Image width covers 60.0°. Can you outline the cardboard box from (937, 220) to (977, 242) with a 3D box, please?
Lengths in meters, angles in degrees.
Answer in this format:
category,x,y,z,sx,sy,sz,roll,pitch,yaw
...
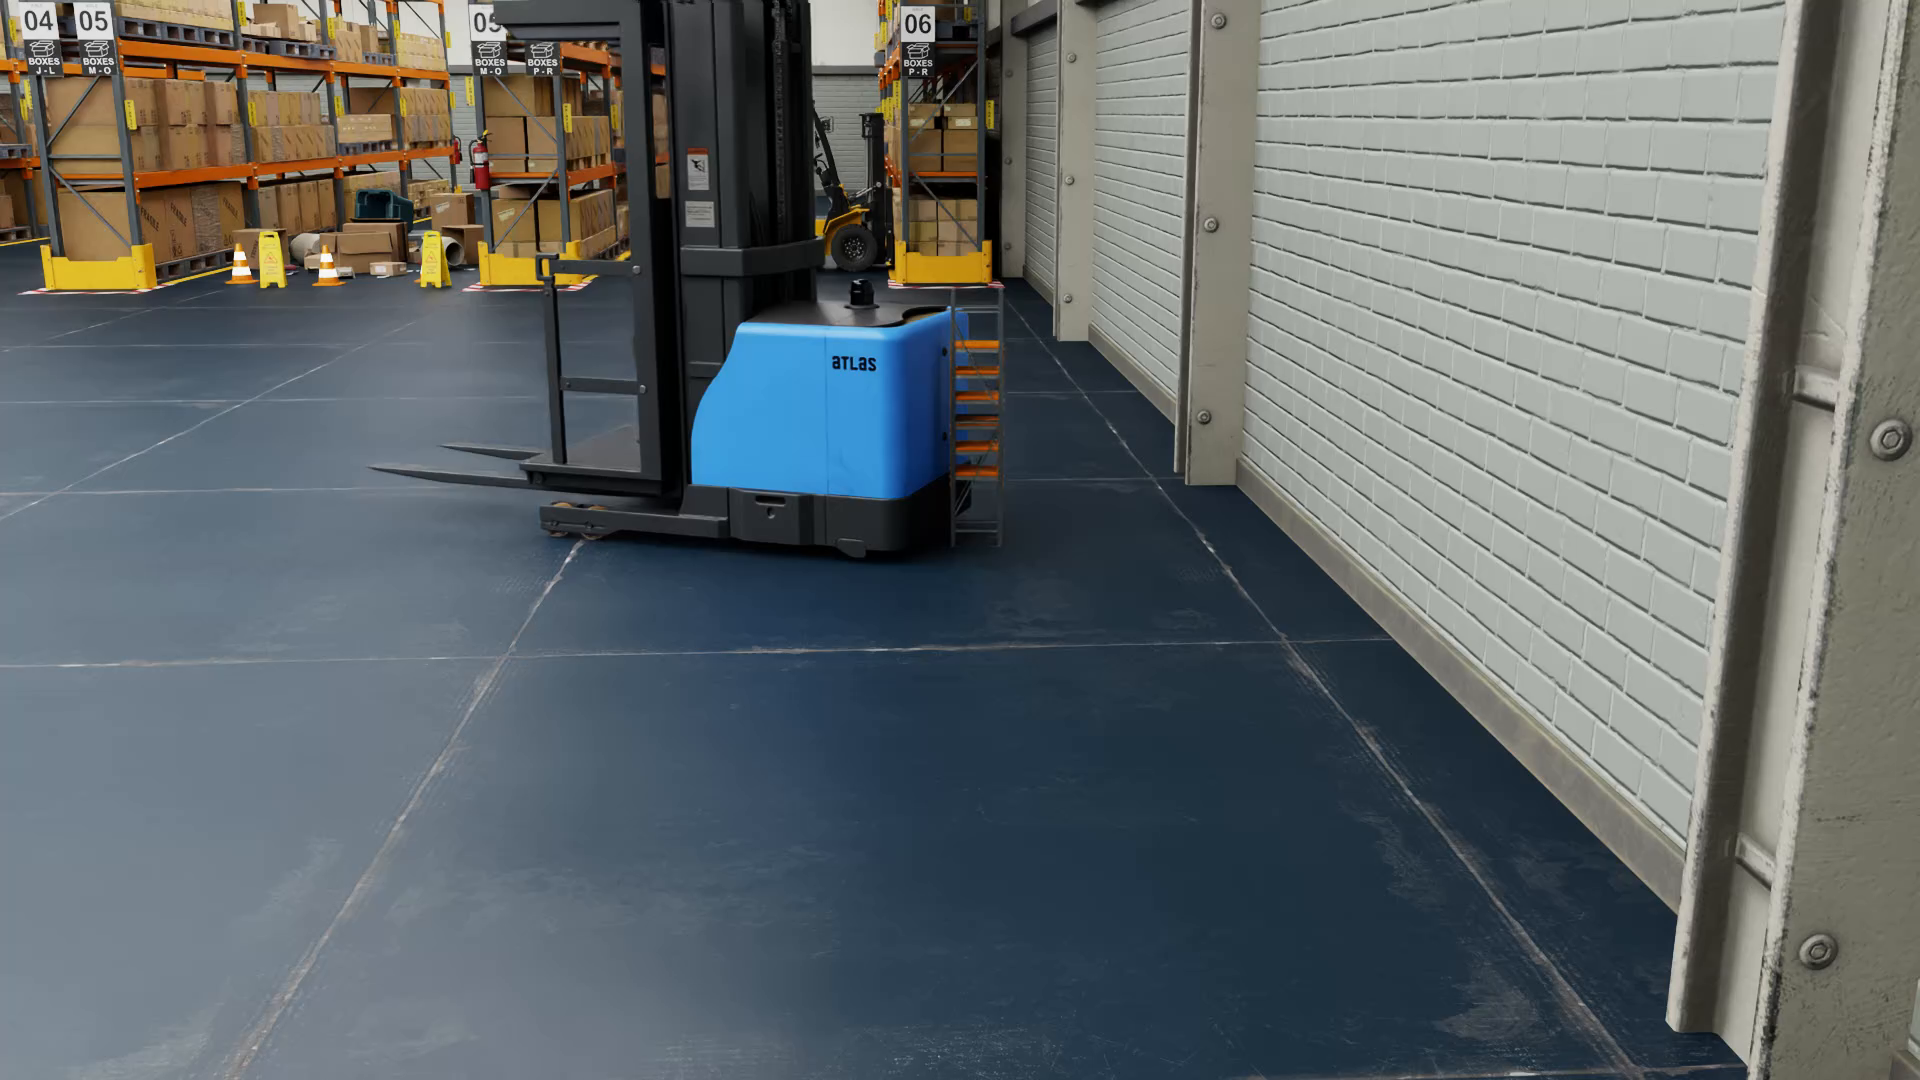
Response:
category,x,y,z,sx,sy,sz,roll,pitch,yaw
cardboard box,-0.024,-3.838,20.597,0.500,0.250,0.500,-1,14,-2

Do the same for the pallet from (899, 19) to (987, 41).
category,x,y,z,sx,sy,sz,roll,pitch,yaw
pallet,-0.220,-6.191,20.225,1.003,0.211,1.213,-1,14,-3

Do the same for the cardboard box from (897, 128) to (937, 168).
category,x,y,z,sx,sy,sz,roll,pitch,yaw
cardboard box,-0.549,-5.028,21.347,0.500,0.500,0.500,-1,14,-4

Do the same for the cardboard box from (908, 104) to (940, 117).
category,x,y,z,sx,sy,sz,roll,pitch,yaw
cardboard box,-0.434,-5.197,20.106,0.380,0.149,0.250,-1,14,-3

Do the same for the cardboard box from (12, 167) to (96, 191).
category,x,y,z,sx,sy,sz,roll,pitch,yaw
cardboard box,-15.612,-5.932,28.482,1.225,0.875,0.875,-1,14,-3

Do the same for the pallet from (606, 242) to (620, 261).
category,x,y,z,sx,sy,sz,roll,pitch,yaw
pallet,-5.327,-4.005,23.168,1.003,0.211,1.213,-1,14,-3

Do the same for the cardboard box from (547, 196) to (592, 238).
category,x,y,z,sx,sy,sz,roll,pitch,yaw
cardboard box,-4.969,-4.103,21.122,0.500,0.500,0.500,-1,14,-6

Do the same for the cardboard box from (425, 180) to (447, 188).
category,x,y,z,sx,sy,sz,roll,pitch,yaw
cardboard box,-10.695,-7.262,33.915,0.380,0.149,0.250,-1,14,-5

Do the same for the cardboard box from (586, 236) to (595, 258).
category,x,y,z,sx,sy,sz,roll,pitch,yaw
cardboard box,-4.954,-3.731,21.181,0.500,0.250,0.500,0,14,-1

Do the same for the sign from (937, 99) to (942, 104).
category,x,y,z,sx,sy,sz,roll,pitch,yaw
sign,-0.392,-8.159,31.394,0.100,0.325,0.005,-1,14,-3

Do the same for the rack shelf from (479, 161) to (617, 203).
category,x,y,z,sx,sy,sz,roll,pitch,yaw
rack shelf,-5.280,-4.676,21.624,1.077,0.370,4.000,-1,14,-3

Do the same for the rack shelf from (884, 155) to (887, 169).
category,x,y,z,sx,sy,sz,roll,pitch,yaw
rack shelf,-0.821,-6.743,29.658,1.077,0.370,4.000,-1,14,-3

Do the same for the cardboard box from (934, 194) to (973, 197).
category,x,y,z,sx,sy,sz,roll,pitch,yaw
cardboard box,-0.098,-4.332,21.511,0.500,0.250,0.500,-1,14,-4

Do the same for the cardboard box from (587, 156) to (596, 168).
category,x,y,z,sx,sy,sz,roll,pitch,yaw
cardboard box,-4.975,-4.945,21.729,0.380,0.149,0.250,-1,14,-3

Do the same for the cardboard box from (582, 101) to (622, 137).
category,x,y,z,sx,sy,sz,roll,pitch,yaw
cardboard box,-5.146,-6.039,23.836,0.500,0.500,0.500,-1,14,-2

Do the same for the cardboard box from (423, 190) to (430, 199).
category,x,y,z,sx,sy,sz,roll,pitch,yaw
cardboard box,-10.653,-6.793,32.690,0.380,0.149,0.250,-1,14,-4

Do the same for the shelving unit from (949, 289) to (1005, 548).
category,x,y,z,sx,sy,sz,roll,pitch,yaw
shelving unit,0.079,-0.568,7.827,0.258,1.200,0.189,0,14,0

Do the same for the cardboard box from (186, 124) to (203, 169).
category,x,y,z,sx,sy,sz,roll,pitch,yaw
cardboard box,-10.198,-4.998,21.132,0.875,0.550,0.500,-1,14,-3

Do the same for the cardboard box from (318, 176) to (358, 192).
category,x,y,z,sx,sy,sz,roll,pitch,yaw
cardboard box,-10.387,-5.946,27.786,0.500,0.250,0.500,-2,15,-6

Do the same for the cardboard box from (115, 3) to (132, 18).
category,x,y,z,sx,sy,sz,roll,pitch,yaw
cardboard box,-9.791,-6.098,19.150,0.380,0.149,0.250,-1,14,-3

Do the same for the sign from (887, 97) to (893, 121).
category,x,y,z,sx,sy,sz,roll,pitch,yaw
sign,-0.991,-6.111,23.592,0.100,0.325,0.005,-1,14,-3

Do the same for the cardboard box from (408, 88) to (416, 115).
category,x,y,z,sx,sy,sz,roll,pitch,yaw
cardboard box,-10.666,-8.331,31.582,0.500,0.500,0.500,-1,14,-5

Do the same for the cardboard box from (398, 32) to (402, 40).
category,x,y,z,sx,sy,sz,roll,pitch,yaw
cardboard box,-10.593,-9.369,30.899,0.380,0.149,0.250,-2,15,-6

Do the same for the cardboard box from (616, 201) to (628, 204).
category,x,y,z,sx,sy,sz,roll,pitch,yaw
cardboard box,-5.626,-5.307,27.062,0.950,0.372,0.625,-2,15,-7

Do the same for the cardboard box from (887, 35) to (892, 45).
category,x,y,z,sx,sy,sz,roll,pitch,yaw
cardboard box,-0.979,-8.094,26.870,0.380,0.166,0.250,-1,14,-4

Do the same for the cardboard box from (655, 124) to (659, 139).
category,x,y,z,sx,sy,sz,roll,pitch,yaw
cardboard box,-5.486,-7.069,28.777,0.500,0.250,0.500,-1,14,-4

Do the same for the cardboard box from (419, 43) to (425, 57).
category,x,y,z,sx,sy,sz,roll,pitch,yaw
cardboard box,-10.717,-9.536,32.346,0.500,0.250,0.500,-2,15,-6

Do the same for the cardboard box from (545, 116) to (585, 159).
category,x,y,z,sx,sy,sz,roll,pitch,yaw
cardboard box,-4.944,-4.970,20.526,0.500,0.500,0.500,0,14,-2

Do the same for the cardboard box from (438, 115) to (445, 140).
category,x,y,z,sx,sy,sz,roll,pitch,yaw
cardboard box,-10.770,-8.361,33.705,0.500,0.500,0.500,-1,14,-4

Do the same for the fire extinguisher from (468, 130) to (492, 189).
category,x,y,z,sx,sy,sz,roll,pitch,yaw
fire extinguisher,-5.609,-4.454,19.472,0.296,0.674,0.183,-1,14,-3

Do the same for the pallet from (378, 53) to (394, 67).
category,x,y,z,sx,sy,sz,roll,pitch,yaw
pallet,-10.902,-8.616,29.852,1.213,0.211,1.003,-1,14,-3

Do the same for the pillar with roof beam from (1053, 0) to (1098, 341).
category,x,y,z,sx,sy,sz,roll,pitch,yaw
pillar with roof beam,-3.270,-6.138,13.824,9.100,9.000,0.400,-1,14,-3

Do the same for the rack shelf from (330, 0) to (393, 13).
category,x,y,z,sx,sy,sz,roll,pitch,yaw
rack shelf,-10.710,-9.276,28.264,1.077,0.370,4.000,-1,14,-3

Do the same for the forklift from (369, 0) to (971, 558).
category,x,y,z,sx,sy,sz,roll,pitch,yaw
forklift,-1.518,-1.537,8.116,3.031,2.935,1.130,5,15,18

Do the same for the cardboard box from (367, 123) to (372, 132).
category,x,y,z,sx,sy,sz,roll,pitch,yaw
cardboard box,-10.527,-7.212,29.101,0.380,0.149,0.250,-1,14,-3

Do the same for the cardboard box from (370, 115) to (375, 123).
category,x,y,z,sx,sy,sz,roll,pitch,yaw
cardboard box,-10.554,-7.425,29.333,0.380,0.149,0.250,-1,14,-5

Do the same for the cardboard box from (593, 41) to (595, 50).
category,x,y,z,sx,sy,sz,roll,pitch,yaw
cardboard box,-5.112,-6.652,22.343,0.380,0.149,0.250,-1,14,-3

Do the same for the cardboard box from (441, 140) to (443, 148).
category,x,y,z,sx,sy,sz,roll,pitch,yaw
cardboard box,-10.771,-8.082,33.921,0.380,0.149,0.250,-1,14,-4

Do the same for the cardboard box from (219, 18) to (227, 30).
category,x,y,z,sx,sy,sz,roll,pitch,yaw
cardboard box,-9.980,-6.855,22.089,0.380,0.149,0.250,-1,14,-3

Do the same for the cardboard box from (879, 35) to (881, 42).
category,x,y,z,sx,sy,sz,roll,pitch,yaw
cardboard box,-1.261,-9.042,29.994,0.380,0.149,0.250,-1,14,-4

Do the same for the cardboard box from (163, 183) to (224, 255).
category,x,y,z,sx,sy,sz,roll,pitch,yaw
cardboard box,-10.309,-4.213,21.802,0.875,0.875,0.875,-1,14,-3

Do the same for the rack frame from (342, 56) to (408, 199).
category,x,y,z,sx,sy,sz,roll,pitch,yaw
rack frame,-10.834,-7.410,30.805,1.000,3.000,0.127,-1,14,-3

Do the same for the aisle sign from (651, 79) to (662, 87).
category,x,y,z,sx,sy,sz,roll,pitch,yaw
aisle sign,-6.441,-9.779,34.795,0.394,0.787,0.004,-1,14,-3

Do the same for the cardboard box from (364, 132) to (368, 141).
category,x,y,z,sx,sy,sz,roll,pitch,yaw
cardboard box,-10.511,-7.006,28.896,0.380,0.149,0.250,-1,14,-5

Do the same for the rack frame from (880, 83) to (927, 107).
category,x,y,z,sx,sy,sz,roll,pitch,yaw
rack frame,-1.193,-8.584,35.368,1.000,3.000,0.127,-1,14,-3

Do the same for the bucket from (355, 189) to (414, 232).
category,x,y,z,sx,sy,sz,roll,pitch,yaw
bucket,-8.028,-4.573,23.298,0.726,0.611,0.620,4,5,16

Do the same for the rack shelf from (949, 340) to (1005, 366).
category,x,y,z,sx,sy,sz,roll,pitch,yaw
rack shelf,0.079,-0.874,7.749,0.258,0.103,0.180,0,14,0

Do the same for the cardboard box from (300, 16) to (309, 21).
category,x,y,z,sx,sy,sz,roll,pitch,yaw
cardboard box,-10.917,-8.511,27.328,0.396,0.266,0.258,-1,14,-3

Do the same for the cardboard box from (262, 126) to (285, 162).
category,x,y,z,sx,sy,sz,roll,pitch,yaw
cardboard box,-10.134,-5.729,24.073,0.500,0.500,0.500,-1,14,-3

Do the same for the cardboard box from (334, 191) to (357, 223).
category,x,y,z,sx,sy,sz,roll,pitch,yaw
cardboard box,-10.375,-5.588,27.897,0.500,0.500,0.500,-2,15,-6

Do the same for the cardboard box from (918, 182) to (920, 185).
category,x,y,z,sx,sy,sz,roll,pitch,yaw
cardboard box,-0.552,-6.356,29.583,0.380,0.149,0.250,-1,14,-3

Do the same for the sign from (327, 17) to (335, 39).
category,x,y,z,sx,sy,sz,roll,pitch,yaw
sign,-10.031,-8.163,26.516,0.100,0.325,0.005,-1,14,-3

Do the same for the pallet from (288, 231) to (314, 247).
category,x,y,z,sx,sy,sz,roll,pitch,yaw
pallet,-10.540,-4.565,25.343,1.003,0.211,1.213,-1,14,-3
